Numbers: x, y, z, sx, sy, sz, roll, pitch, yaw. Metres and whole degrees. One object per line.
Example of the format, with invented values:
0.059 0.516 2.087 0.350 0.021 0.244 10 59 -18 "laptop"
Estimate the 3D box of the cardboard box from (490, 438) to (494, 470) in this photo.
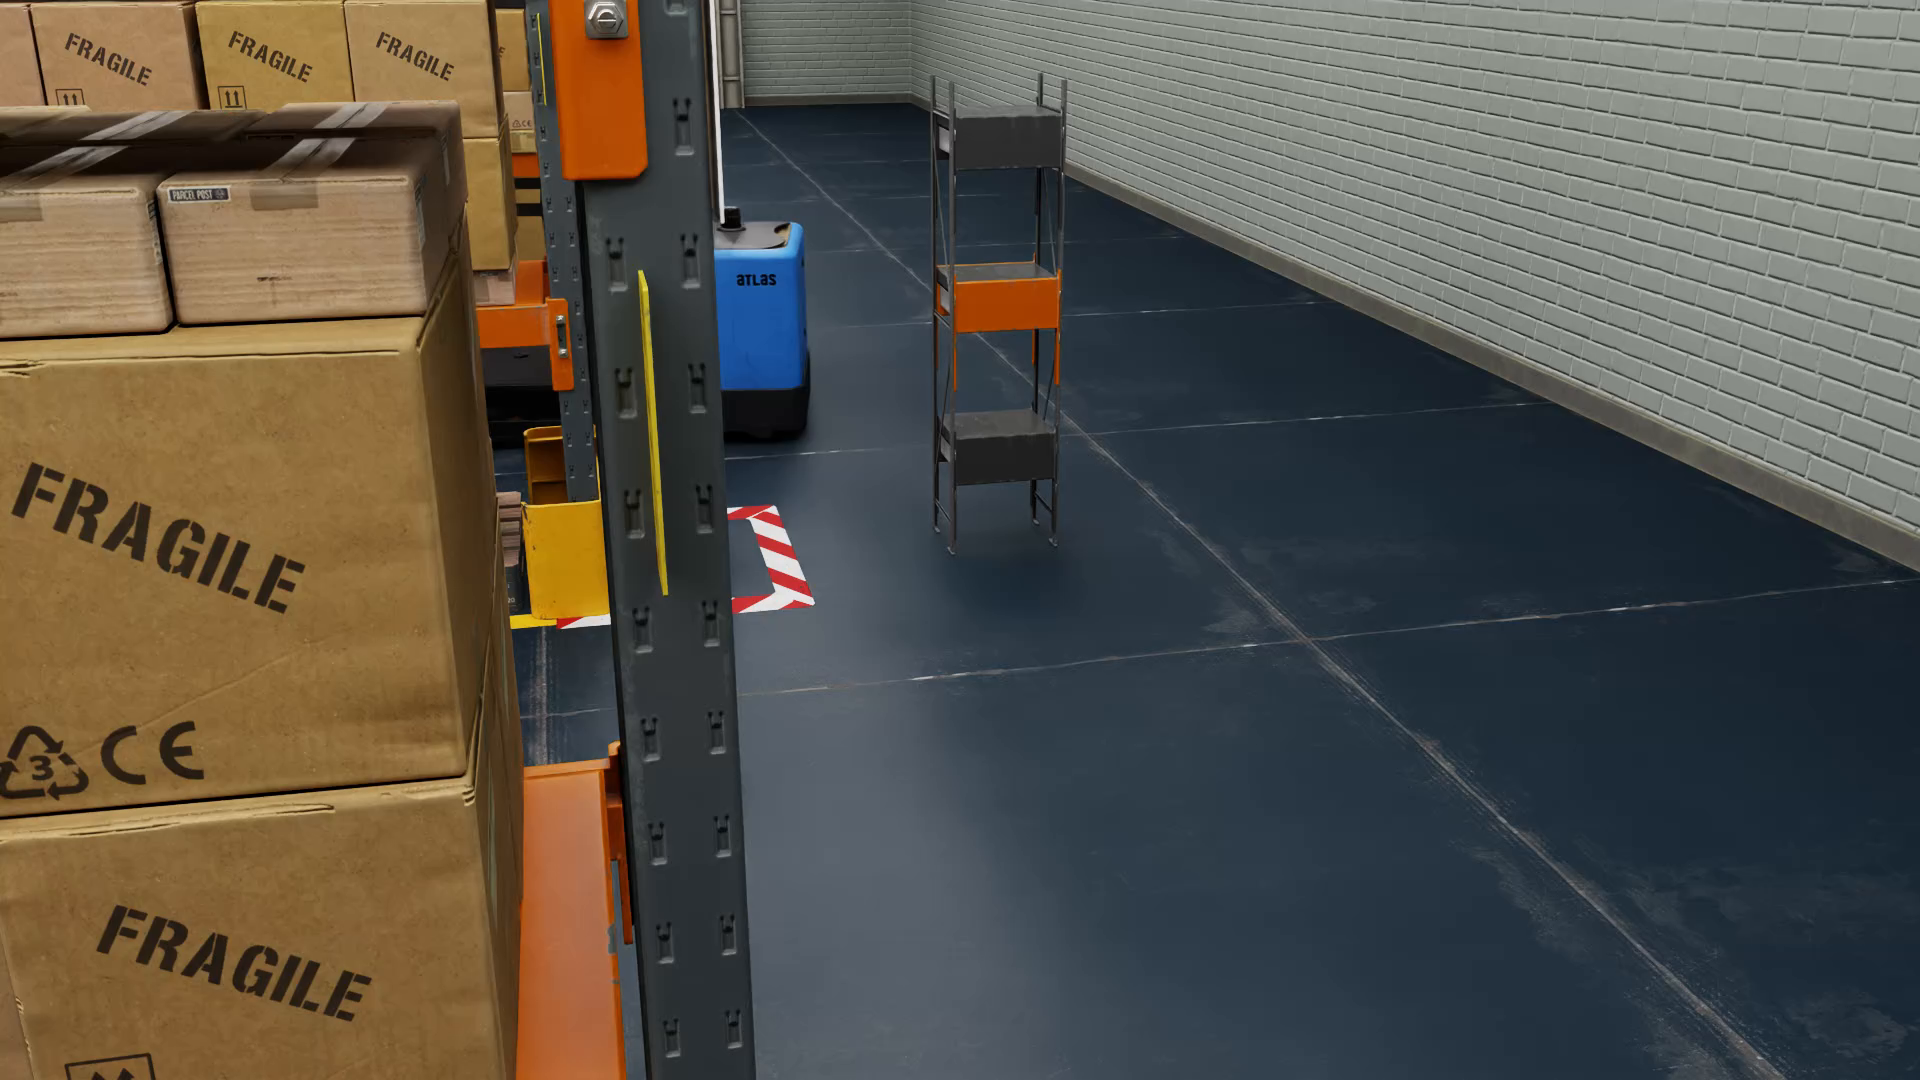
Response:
-2.236 -0.329 7.453 0.250 0.149 0.380 -4 20 -10 "cardboard box"

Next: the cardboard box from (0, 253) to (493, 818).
-0.844 -0.036 1.953 0.500 0.500 0.500 -4 20 -11 "cardboard box"

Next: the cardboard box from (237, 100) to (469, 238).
-0.839 -0.523 2.339 0.250 0.149 0.380 -4 21 -11 "cardboard box"

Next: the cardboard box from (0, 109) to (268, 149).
-1.078 -0.478 2.217 0.250 0.149 0.380 -4 21 -11 "cardboard box"

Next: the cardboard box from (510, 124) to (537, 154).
-2.981 -2.698 11.184 0.250 0.149 0.380 -4 21 -11 "cardboard box"

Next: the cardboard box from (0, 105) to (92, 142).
-1.357 -0.496 2.266 0.250 0.149 0.380 -4 20 -11 "cardboard box"

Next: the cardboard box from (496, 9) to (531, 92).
-3.124 -3.249 11.019 0.500 0.500 0.500 -4 21 -12 "cardboard box"

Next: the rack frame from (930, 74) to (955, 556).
-0.076 -0.980 7.436 0.015 2.100 0.400 -5 21 -12 "rack frame"

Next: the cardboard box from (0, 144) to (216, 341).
-0.975 -0.335 1.825 0.250 0.149 0.380 -4 21 -11 "cardboard box"

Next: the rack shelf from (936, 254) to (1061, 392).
0.161 -0.986 7.494 0.480 0.518 0.431 -5 21 -12 "rack shelf"

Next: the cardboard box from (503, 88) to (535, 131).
-3.121 -2.897 11.147 0.500 0.250 0.500 -5 21 -13 "cardboard box"

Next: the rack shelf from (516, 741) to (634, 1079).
-2.376 0.859 2.155 4.000 0.370 1.077 -5 21 -12 "rack shelf"

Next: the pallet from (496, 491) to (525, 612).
-2.540 0.082 7.285 1.213 0.211 1.003 -5 21 -12 "pallet"

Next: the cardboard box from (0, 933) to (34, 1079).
-1.330 0.477 2.006 0.500 0.500 0.500 -5 21 -14 "cardboard box"

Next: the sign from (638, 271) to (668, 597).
-0.318 -0.109 1.725 0.005 0.325 0.100 -5 21 -12 "sign"

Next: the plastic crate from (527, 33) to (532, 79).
-4.133 -4.568 15.786 0.499 0.435 0.616 -5 21 -12 "plastic crate"

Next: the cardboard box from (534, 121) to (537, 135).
-3.132 -2.919 11.787 0.250 0.149 0.380 -4 21 -12 "cardboard box"

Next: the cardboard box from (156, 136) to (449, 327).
-0.733 -0.363 1.902 0.250 0.149 0.380 -4 21 -12 "cardboard box"

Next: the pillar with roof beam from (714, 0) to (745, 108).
-2.711 -9.808 21.506 0.400 9.000 9.100 -5 21 -12 "pillar with roof beam"

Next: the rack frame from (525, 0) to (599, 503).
-1.667 -1.286 6.965 0.127 3.000 1.000 -5 21 -12 "rack frame"

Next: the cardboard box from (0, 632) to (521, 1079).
-0.838 0.443 2.100 0.500 0.500 0.500 -5 21 -12 "cardboard box"

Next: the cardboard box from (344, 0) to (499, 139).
-2.055 -1.823 6.398 0.500 0.500 0.500 -5 21 -14 "cardboard box"

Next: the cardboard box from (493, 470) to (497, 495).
-2.251 -0.210 7.562 0.250 0.149 0.380 -4 21 -11 "cardboard box"

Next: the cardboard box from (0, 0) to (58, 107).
-3.566 -1.696 6.051 0.500 0.500 0.500 -5 21 -14 "cardboard box"

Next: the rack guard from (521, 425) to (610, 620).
-1.741 -0.106 7.378 0.348 0.500 1.175 -5 21 -12 "rack guard"

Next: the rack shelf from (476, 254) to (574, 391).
-3.614 -0.790 6.657 4.000 0.370 1.077 -5 21 -12 "rack shelf"

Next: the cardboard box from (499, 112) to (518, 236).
-2.168 -1.530 7.052 0.500 0.500 0.500 -4 20 -10 "cardboard box"

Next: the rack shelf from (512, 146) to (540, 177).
-4.657 -2.458 11.211 4.000 0.370 1.077 -5 21 -12 "rack shelf"

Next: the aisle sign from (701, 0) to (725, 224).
-0.288 -0.760 1.749 0.004 0.787 0.394 -5 21 -12 "aisle sign"

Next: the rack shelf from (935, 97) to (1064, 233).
0.161 -1.644 7.253 0.480 0.518 0.431 -5 21 -12 "rack shelf"

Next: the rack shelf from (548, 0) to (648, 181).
-2.376 -0.550 1.639 4.000 0.370 1.077 -5 21 -12 "rack shelf"

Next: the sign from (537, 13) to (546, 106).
-1.559 -1.791 6.200 0.005 0.325 0.100 -5 21 -12 "sign"

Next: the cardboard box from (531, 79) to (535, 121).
-3.239 -3.076 11.637 0.500 0.250 0.500 -5 21 -14 "cardboard box"

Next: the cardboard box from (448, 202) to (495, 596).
-0.962 -0.211 2.431 0.500 0.500 0.500 -5 21 -14 "cardboard box"

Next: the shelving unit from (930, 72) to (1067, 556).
0.161 -0.999 7.489 0.503 2.100 0.431 -5 21 -12 "shelving unit"

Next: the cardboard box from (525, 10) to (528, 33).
-5.359 -6.191 20.209 0.500 0.500 0.500 -4 20 -11 "cardboard box"

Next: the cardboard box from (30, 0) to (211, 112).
-3.052 -1.739 6.168 0.500 0.500 0.500 -4 20 -10 "cardboard box"

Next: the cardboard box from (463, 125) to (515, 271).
-2.045 -1.351 6.564 0.500 0.500 0.500 -4 21 -11 "cardboard box"

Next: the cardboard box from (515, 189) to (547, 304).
-3.315 -2.077 11.601 0.875 0.875 0.875 -5 21 -12 "cardboard box"

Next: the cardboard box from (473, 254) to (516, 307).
-1.919 -1.048 6.679 0.250 0.149 0.380 -5 21 -12 "cardboard box"

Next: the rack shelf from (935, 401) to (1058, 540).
0.161 -0.329 7.735 0.480 0.518 0.431 -5 21 -12 "rack shelf"

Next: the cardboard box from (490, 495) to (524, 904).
-0.963 0.258 2.605 0.500 0.500 0.500 -5 21 -13 "cardboard box"

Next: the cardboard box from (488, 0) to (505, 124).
-2.165 -1.996 6.870 0.500 0.500 0.500 -5 21 -13 "cardboard box"

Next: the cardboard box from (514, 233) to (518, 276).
-2.058 -1.252 7.238 0.250 0.149 0.380 -5 21 -13 "cardboard box"

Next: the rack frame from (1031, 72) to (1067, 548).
0.399 -1.018 7.542 0.015 2.100 0.400 -5 21 -12 "rack frame"

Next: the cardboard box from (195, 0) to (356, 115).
-2.548 -1.783 6.289 0.500 0.500 0.500 -5 21 -14 "cardboard box"

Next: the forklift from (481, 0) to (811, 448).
-2.405 -2.071 9.208 3.031 2.935 1.130 -1 20 -3 "forklift"
